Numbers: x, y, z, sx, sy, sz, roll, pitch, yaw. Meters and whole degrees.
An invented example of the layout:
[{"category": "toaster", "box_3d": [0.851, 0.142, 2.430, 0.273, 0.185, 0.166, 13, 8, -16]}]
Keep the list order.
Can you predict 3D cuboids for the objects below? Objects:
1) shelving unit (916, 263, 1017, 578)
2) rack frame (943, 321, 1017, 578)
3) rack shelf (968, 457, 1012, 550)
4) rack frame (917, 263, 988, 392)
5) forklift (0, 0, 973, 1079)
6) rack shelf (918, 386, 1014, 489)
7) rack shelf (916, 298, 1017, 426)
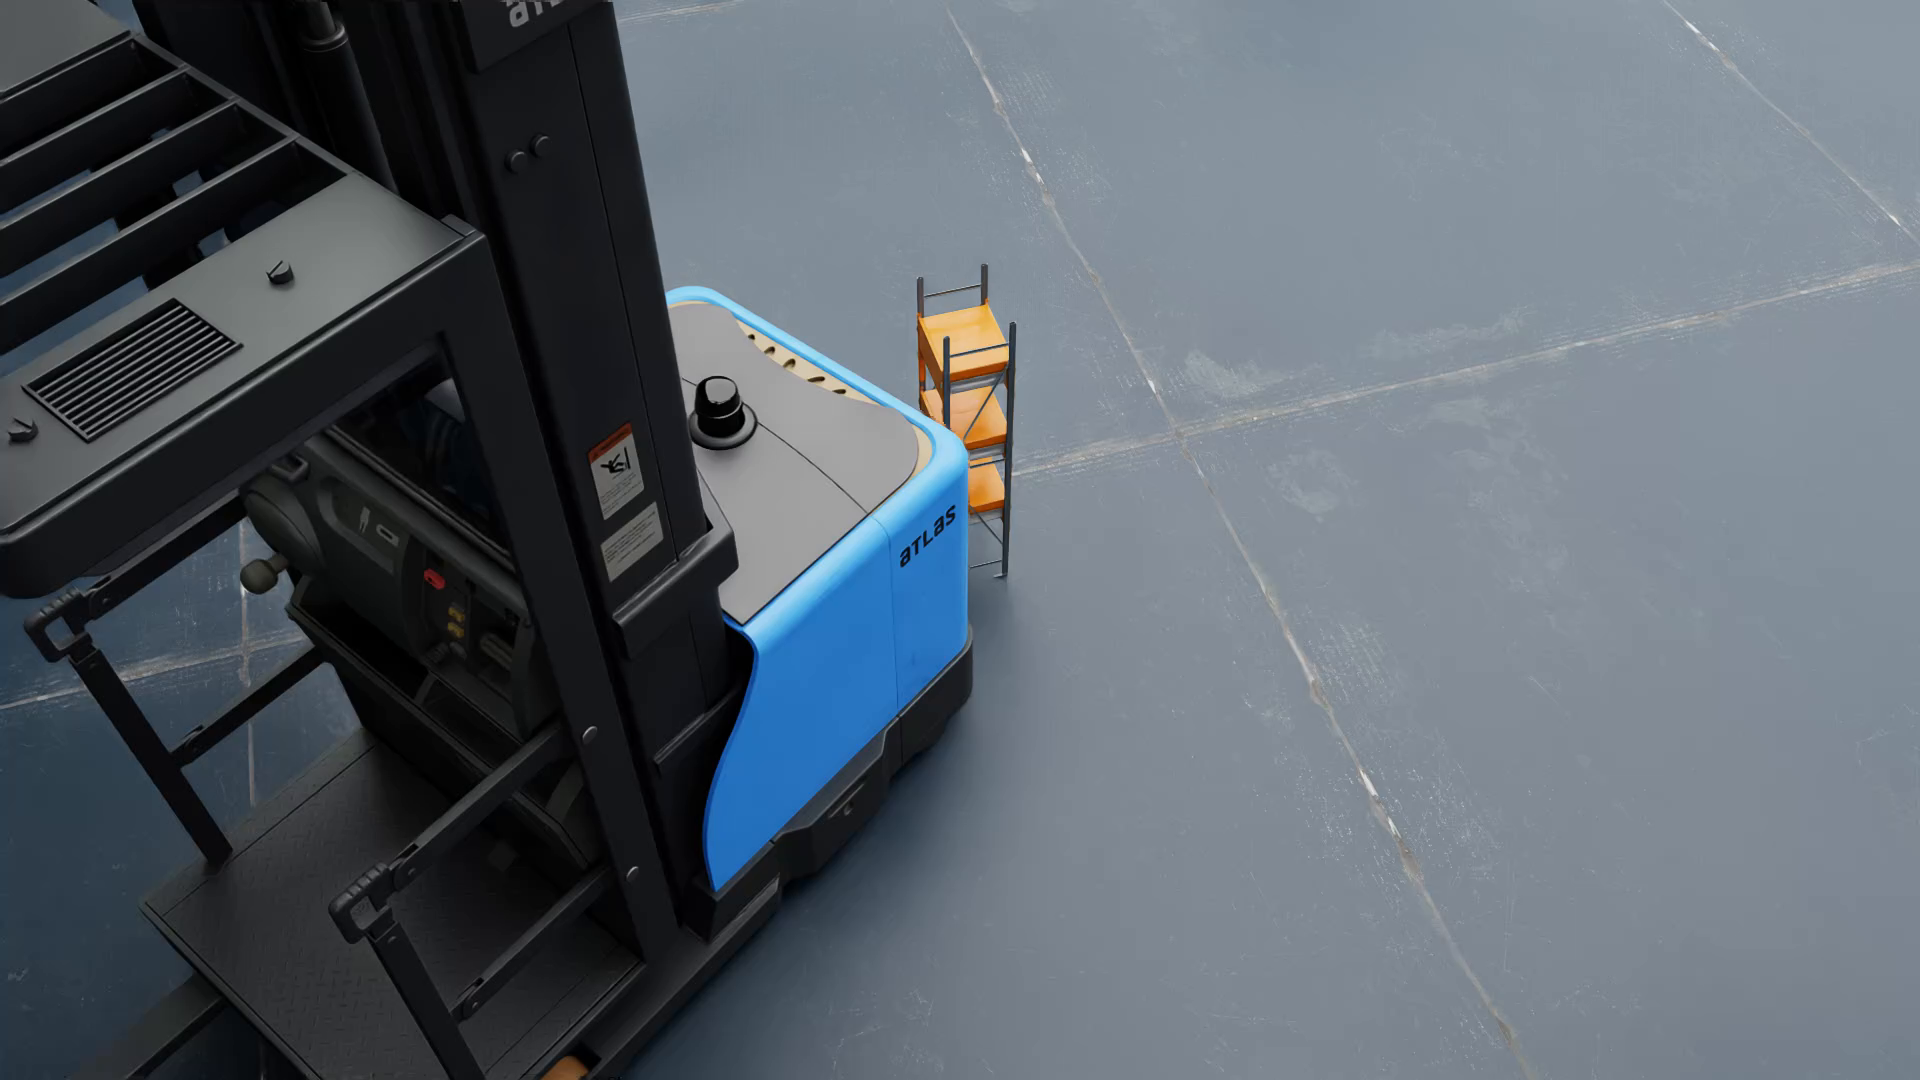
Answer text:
[{"category": "shelving unit", "box_3d": [0.016, -0.299, 4.816, 0.215, 1.050, 0.252, -13, 51, -11]}, {"category": "rack frame", "box_3d": [0.052, -0.210, 4.741, 0.200, 1.050, 0.008, -13, 51, -11]}, {"category": "rack shelf", "box_3d": [0.016, -0.113, 5.036, 0.215, 0.259, 0.240, -13, 51, -11]}, {"category": "rack frame", "box_3d": [-0.020, -0.388, 4.891, 0.200, 1.050, 0.008, -13, 51, -11]}, {"category": "forklift", "box_3d": [-1.286, 0.148, 3.208, 1.130, 2.935, 3.031, 32, 57, 24]}, {"category": "rack shelf", "box_3d": [0.016, -0.292, 4.824, 0.215, 0.259, 0.240, -13, 51, -11]}, {"category": "rack shelf", "box_3d": [0.016, -0.475, 4.607, 0.215, 0.259, 0.240, -13, 51, -11]}]
